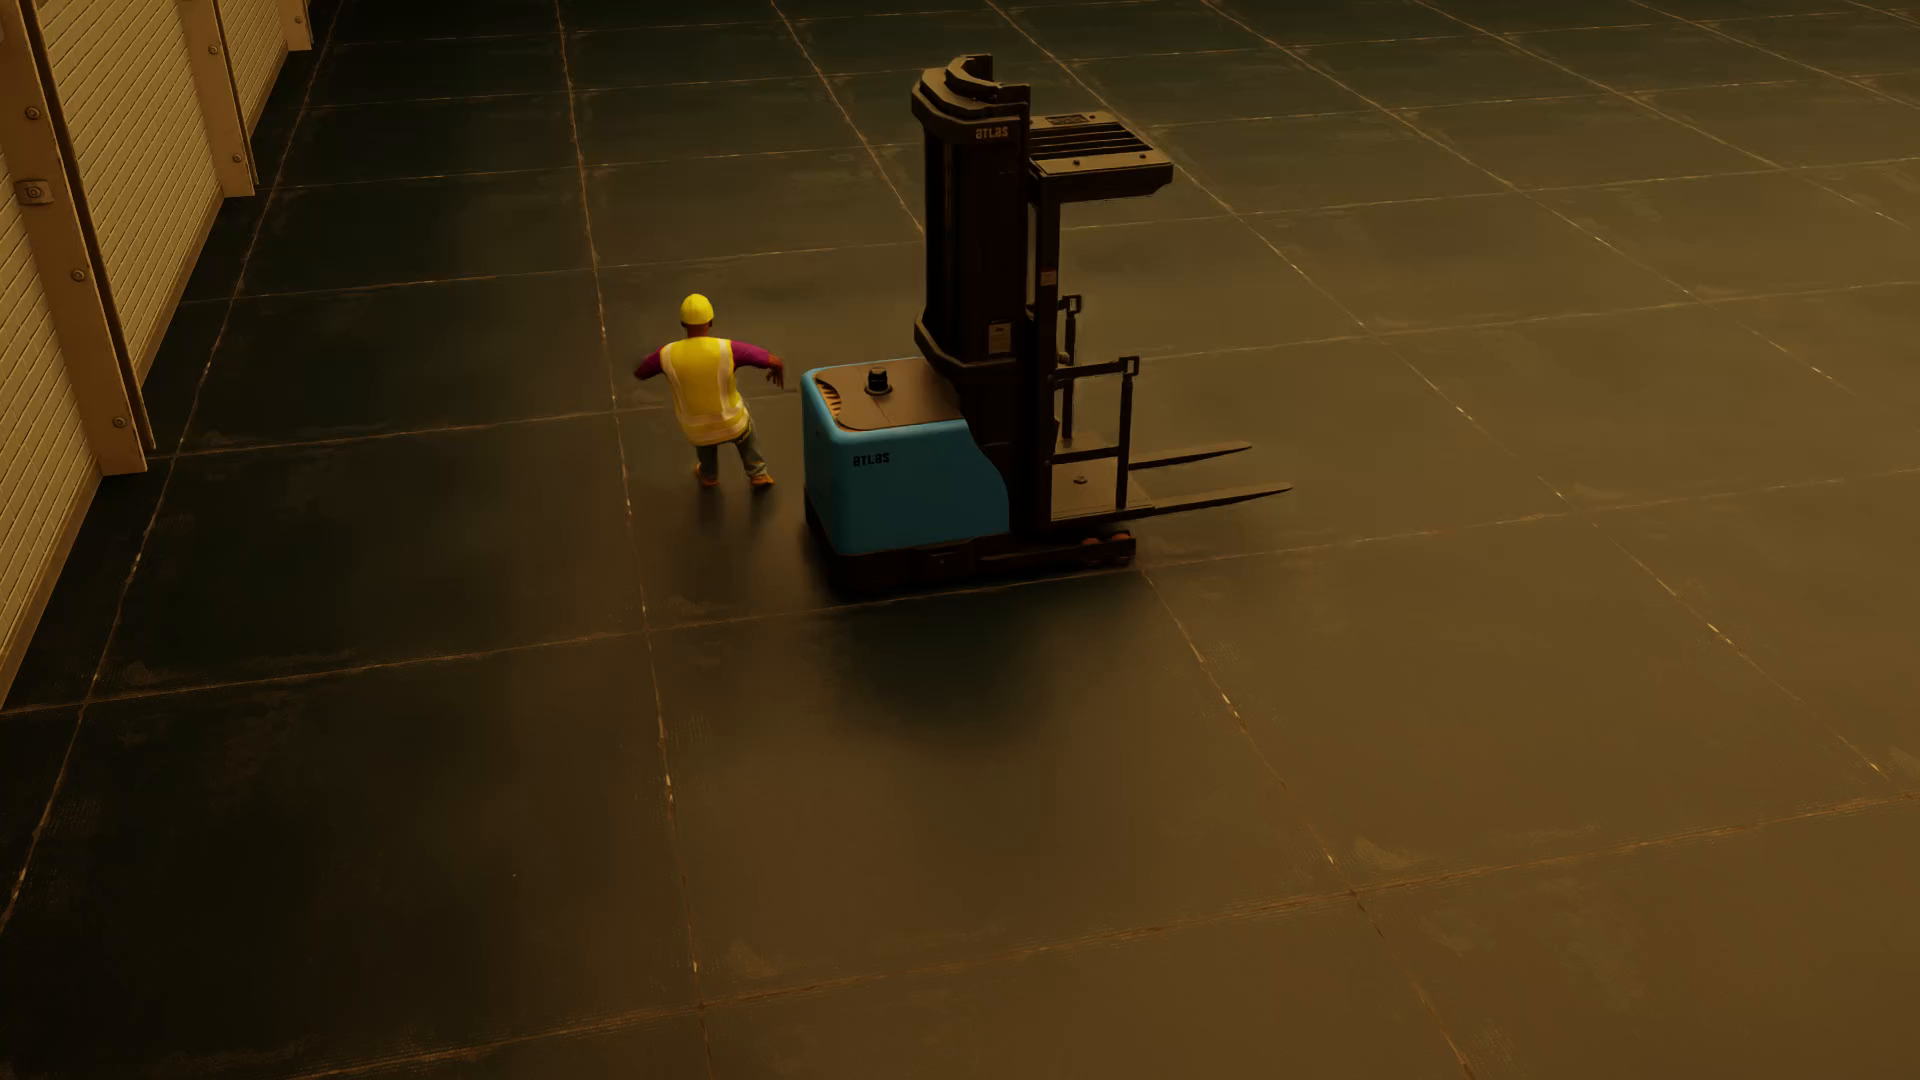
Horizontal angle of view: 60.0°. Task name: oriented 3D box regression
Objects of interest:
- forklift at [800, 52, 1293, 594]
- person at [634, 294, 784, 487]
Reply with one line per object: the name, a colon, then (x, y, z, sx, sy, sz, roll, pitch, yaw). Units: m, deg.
forklift: (0.585, -1.359, 9.921, 3.031, 2.935, 1.130, -8, 31, -14)
person: (-1.589, -0.931, 10.625, 0.926, 1.508, 0.874, -4, 30, -7)
